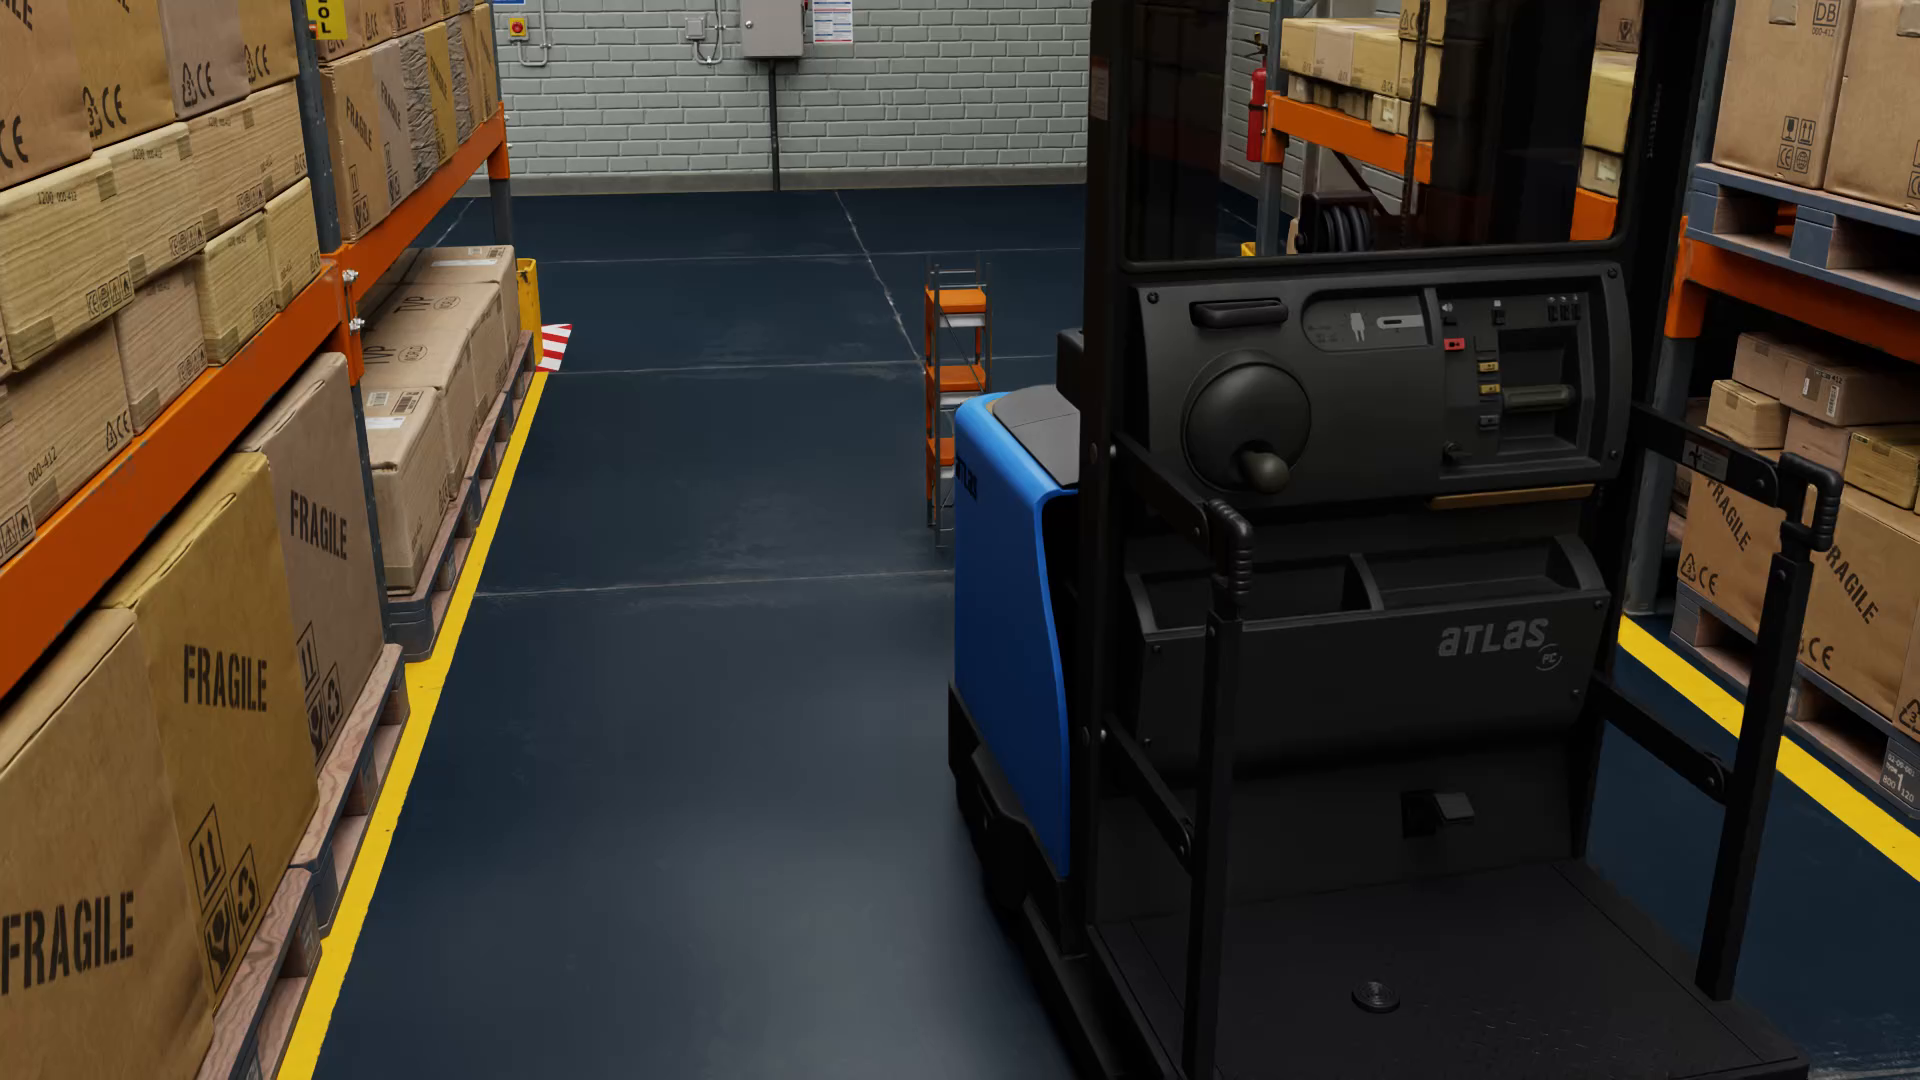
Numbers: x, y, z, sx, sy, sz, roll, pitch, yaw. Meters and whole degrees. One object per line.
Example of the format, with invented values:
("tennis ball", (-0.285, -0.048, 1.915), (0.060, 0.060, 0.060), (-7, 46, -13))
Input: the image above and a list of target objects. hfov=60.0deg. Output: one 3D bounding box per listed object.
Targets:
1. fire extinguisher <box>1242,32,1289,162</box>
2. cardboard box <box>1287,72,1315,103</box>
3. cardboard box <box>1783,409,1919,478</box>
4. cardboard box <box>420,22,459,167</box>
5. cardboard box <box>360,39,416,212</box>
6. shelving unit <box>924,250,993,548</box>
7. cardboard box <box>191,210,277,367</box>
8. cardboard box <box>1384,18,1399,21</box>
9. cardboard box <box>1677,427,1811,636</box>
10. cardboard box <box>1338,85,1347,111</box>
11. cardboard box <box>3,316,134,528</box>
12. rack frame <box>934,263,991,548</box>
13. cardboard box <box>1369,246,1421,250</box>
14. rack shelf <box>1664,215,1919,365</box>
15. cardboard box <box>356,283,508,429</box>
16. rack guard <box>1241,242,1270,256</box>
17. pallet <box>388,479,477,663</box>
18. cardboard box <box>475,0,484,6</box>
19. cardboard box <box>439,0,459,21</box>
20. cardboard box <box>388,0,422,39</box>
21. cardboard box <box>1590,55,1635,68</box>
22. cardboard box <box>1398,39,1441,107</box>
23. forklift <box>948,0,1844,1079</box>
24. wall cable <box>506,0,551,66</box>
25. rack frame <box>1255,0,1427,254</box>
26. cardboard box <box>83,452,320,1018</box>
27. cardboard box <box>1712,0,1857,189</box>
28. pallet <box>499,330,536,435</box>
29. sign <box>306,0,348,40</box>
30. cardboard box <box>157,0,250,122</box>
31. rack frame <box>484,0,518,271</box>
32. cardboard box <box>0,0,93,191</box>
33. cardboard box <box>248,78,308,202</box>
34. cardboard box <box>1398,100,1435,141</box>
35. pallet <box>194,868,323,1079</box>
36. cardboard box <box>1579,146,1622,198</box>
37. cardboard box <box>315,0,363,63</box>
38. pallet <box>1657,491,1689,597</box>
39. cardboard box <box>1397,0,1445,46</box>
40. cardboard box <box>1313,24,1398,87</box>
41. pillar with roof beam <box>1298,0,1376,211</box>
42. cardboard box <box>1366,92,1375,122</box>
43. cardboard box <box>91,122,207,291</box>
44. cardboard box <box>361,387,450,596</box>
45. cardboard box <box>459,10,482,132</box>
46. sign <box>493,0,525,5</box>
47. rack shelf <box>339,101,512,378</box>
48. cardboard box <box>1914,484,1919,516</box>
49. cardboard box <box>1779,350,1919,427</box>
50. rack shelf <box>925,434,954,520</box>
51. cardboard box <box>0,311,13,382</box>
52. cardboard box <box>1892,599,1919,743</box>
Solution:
("fire extinguisher", (1.651, -2.392, 8.978), (0.296, 0.674, 0.183), (-3, 21, -8))
("cardboard box", (1.905, -2.330, 8.527), (0.380, 0.149, 0.250), (-3, 21, -8))
("cardboard box", (2.611, -0.291, 4.753), (0.380, 0.149, 0.250), (-3, 21, -9))
("cardboard box", (-2.222, -1.687, 6.303), (0.500, 0.500, 0.500), (-2, 21, -6))
("cardboard box", (-2.082, -1.336, 5.363), (0.500, 0.500, 0.500), (-3, 21, -7))
("shelving unit", (-0.008, -0.510, 6.082), (0.215, 1.050, 0.252), (-3, 21, -8))
("cardboard box", (-1.819, -0.550, 3.616), (0.500, 0.250, 0.500), (-3, 21, -9))
("cardboard box", (2.458, -2.499, 8.409), (0.500, 0.250, 0.500), (-2, 21, -6))
("cardboard box", (2.553, -0.038, 5.002), (0.500, 0.500, 0.500), (-2, 21, -5))
("cardboard box", (2.060, -2.155, 8.059), (0.380, 0.149, 0.250), (-3, 21, -8))
("cardboard box", (-1.686, -0.196, 2.667), (0.500, 0.250, 0.500), (-3, 21, -8))
("rack frame", (0.010, -0.468, 5.969), (0.200, 1.050, 0.008), (-3, 21, -8))
("cardboard box", (2.209, -1.087, 7.812), (0.700, 0.500, 0.500), (-2, 21, -6))
("rack shelf", (2.994, -0.161, 3.389), (1.077, 0.370, 4.000), (-3, 21, -8))
("cardboard box", (-2.448, -0.781, 7.081), (0.875, 0.438, 0.875), (-2, 21, -6))
("rack guard", (2.140, -1.378, 9.192), (1.175, 0.500, 0.348), (-3, 21, -8))
("pallet", (-2.237, 0.100, 5.647), (1.003, 0.211, 1.213), (-3, 21, -8))
("cardboard box", (-2.477, -2.684, 7.544), (0.500, 0.500, 0.500), (-2, 21, -6))
("cardboard box", (-2.304, -2.334, 6.605), (0.500, 0.500, 0.500), (-3, 21, -8))
("cardboard box", (-2.164, -1.985, 5.671), (0.500, 0.500, 0.500), (-3, 21, -7))
("cardboard box", (2.304, -1.597, 5.993), (0.500, 0.250, 0.500), (-3, 21, -8))
("cardboard box", (2.172, -1.948, 6.935), (0.500, 0.250, 0.500), (-3, 21, -9))
("forklift", (0.814, -0.269, 2.746), (1.130, 2.935, 3.031), (-5, 21, -13))
("wall cable", (-3.618, -4.766, 13.192), (0.585, 1.953, 0.123), (-3, 21, -8))
("rack frame", (2.129, -2.576, 8.825), (1.000, 3.000, 0.127), (-3, 21, -8))
("cardboard box", (-1.899, 0.382, 3.341), (0.875, 0.875, 0.875), (-2, 21, -6))
("cardboard box", (2.554, -1.256, 4.548), (0.700, 0.500, 0.500), (-2, 21, -6))
("pallet", (-2.589, -0.745, 7.909), (1.003, 0.211, 1.213), (-3, 21, -8))
("sign", (-1.670, -1.475, 4.337), (0.100, 0.325, 0.005), (-3, 21, -8))
("cardboard box", (-1.810, -1.134, 3.392), (0.500, 0.500, 0.500), (-3, 21, -7))
("rack frame", (-2.782, -2.324, 8.152), (1.000, 3.000, 0.127), (-3, 21, -8))
("cardboard box", (-1.667, -0.779, 2.442), (0.500, 0.500, 0.500), (-3, 21, -7))
("cardboard box", (-1.901, -0.963, 4.006), (0.500, 0.250, 0.500), (-3, 21, -8))
("cardboard box", (2.100, -1.792, 7.085), (0.380, 0.149, 0.250), (-2, 21, -7))
("pallet", (-1.840, 1.054, 3.093), (1.003, 0.211, 1.213), (-3, 21, -8))
("cardboard box", (2.351, -1.260, 5.661), (0.380, 0.149, 0.250), (-2, 21, -6))
("cardboard box", (-2.034, -1.631, 4.725), (0.500, 0.500, 0.500), (-3, 21, -7))
("pallet", (2.608, -0.122, 6.242), (1.003, 0.211, 1.213), (-3, 21, -8))
("cardboard box", (2.145, -2.306, 6.821), (0.500, 0.500, 0.500), (-2, 21, -6))
("cardboard box", (2.001, -2.300, 7.875), (0.500, 0.250, 0.500), (-3, 21, -7))
("pillar with roof beam", (-1.627, -6.148, 9.815), (9.100, 9.000, 0.400), (-3, 21, -8))
("cardboard box", (2.080, -1.973, 7.571), (0.380, 0.149, 0.250), (-3, 21, -7))
("cardboard box", (-1.741, -0.611, 3.065), (0.500, 0.250, 0.500), (-2, 21, -6))
("cardboard box", (-2.190, -0.158, 5.415), (0.875, 0.438, 0.875), (-3, 21, -9))
("cardboard box", (-2.393, -2.043, 7.255), (0.500, 0.500, 0.500), (-3, 21, -9))
("sign", (-3.674, -4.421, 13.378), (0.327, 0.218, 0.001), (-3, 21, -8))
("rack shelf", (-2.494, -1.295, 6.423), (1.077, 0.370, 4.000), (-3, 21, -8))
("cardboard box", (2.712, -0.108, 4.264), (0.380, 0.149, 0.250), (-3, 21, -9))
("cardboard box", (2.579, -0.435, 4.713), (0.380, 0.149, 0.250), (-4, 21, -10))
("rack shelf", (-0.008, -0.240, 6.183), (0.215, 0.259, 0.240), (-3, 21, -8))
("cardboard box", (-1.590, -0.258, 2.120), (0.500, 0.250, 0.500), (-3, 21, -8))
("cardboard box", (2.707, 0.319, 4.047), (0.500, 0.500, 0.500), (-4, 21, -9))
